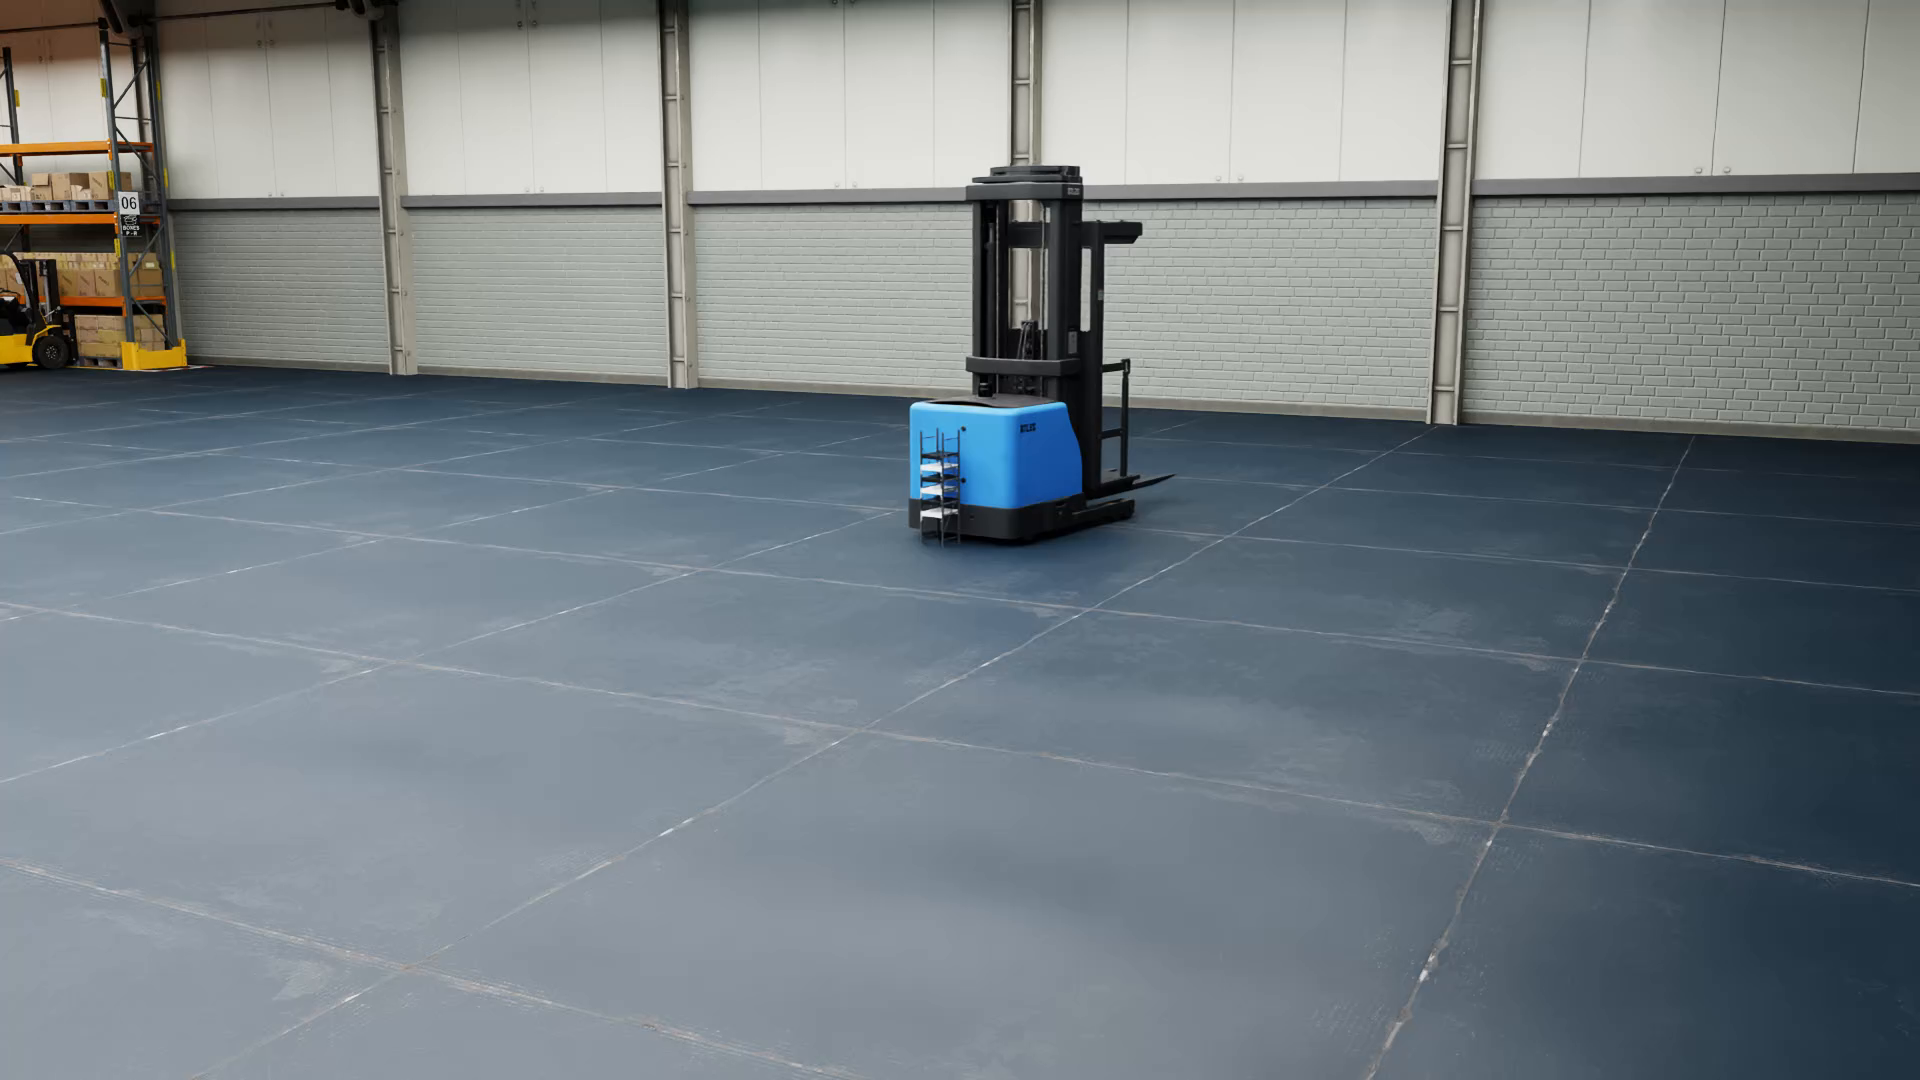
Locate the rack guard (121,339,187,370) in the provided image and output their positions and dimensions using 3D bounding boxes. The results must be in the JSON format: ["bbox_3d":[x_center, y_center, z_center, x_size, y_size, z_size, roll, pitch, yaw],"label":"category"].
[{"bbox_3d":[-14.982,-3.457,30.928,0.348,0.500,1.175,5,11,26],"label":"rack guard"}]

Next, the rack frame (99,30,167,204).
[{"bbox_3d":[-15.004,-7.641,30.182,0.127,3.000,1.000,5,11,26],"label":"rack frame"}]

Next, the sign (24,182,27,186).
[{"bbox_3d":[-18.347,-6.862,32.628,0.005,0.325,0.100,5,11,26],"label":"sign"}]

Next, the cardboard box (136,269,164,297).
[{"bbox_3d":[-15.325,-4.822,31.168,0.500,0.500,0.500,5,12,28],"label":"cardboard box"}]

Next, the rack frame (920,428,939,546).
[{"bbox_3d":[-0.236,-0.417,13.002,0.006,0.900,0.240,7,13,34],"label":"rack frame"}]

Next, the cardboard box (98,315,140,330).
[{"bbox_3d":[-15.555,-4.021,30.760,0.500,0.250,0.500,5,12,28],"label":"cardboard box"}]

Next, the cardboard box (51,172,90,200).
[{"bbox_3d":[-16.383,-6.563,30.906,0.500,0.500,0.700,5,11,26],"label":"cardboard box"}]

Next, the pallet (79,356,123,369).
[{"bbox_3d":[-15.708,-3.371,31.261,1.213,0.211,1.003,5,11,26],"label":"pallet"}]

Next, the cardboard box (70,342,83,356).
[{"bbox_3d":[-16.451,-3.611,31.300,0.500,0.250,0.500,5,11,26],"label":"cardboard box"}]

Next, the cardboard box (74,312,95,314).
[{"bbox_3d":[-16.701,-4.224,31.882,0.500,0.250,0.500,5,11,25],"label":"cardboard box"}]

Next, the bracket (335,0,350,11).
[{"bbox_3d":[-10.378,-9.114,28.215,0.430,0.232,0.235,5,11,26],"label":"bracket"}]

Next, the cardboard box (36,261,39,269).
[{"bbox_3d":[-17.286,-5.200,31.437,0.250,0.149,0.380,5,11,24],"label":"cardboard box"}]

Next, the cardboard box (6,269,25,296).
[{"bbox_3d":[-17.834,-4.938,31.813,0.500,0.500,0.500,5,12,27],"label":"cardboard box"}]

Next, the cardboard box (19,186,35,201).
[{"bbox_3d":[-17.394,-6.505,31.242,0.258,0.266,0.396,5,11,24],"label":"cardboard box"}]

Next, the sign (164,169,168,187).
[{"bbox_3d":[-14.753,-6.722,30.851,0.005,0.325,0.100,5,11,26],"label":"sign"}]

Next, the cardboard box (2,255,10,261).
[{"bbox_3d":[-18.154,-5.443,31.945,0.250,0.149,0.380,5,11,27],"label":"cardboard box"}]

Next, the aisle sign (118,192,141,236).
[{"bbox_3d":[-15.075,-5.916,30.197,0.004,0.787,0.394,5,11,26],"label":"aisle sign"}]

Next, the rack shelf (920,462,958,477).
[{"bbox_3d":[-0.153,-0.550,12.918,0.200,0.077,0.258,7,13,34],"label":"rack shelf"}]

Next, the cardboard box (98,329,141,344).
[{"bbox_3d":[-15.578,-3.777,30.815,0.500,0.250,0.500,5,11,25],"label":"cardboard box"}]

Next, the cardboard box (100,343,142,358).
[{"bbox_3d":[-15.565,-3.529,30.849,0.500,0.250,0.500,5,11,26],"label":"cardboard box"}]

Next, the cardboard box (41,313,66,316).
[{"bbox_3d":[-17.390,-4.182,31.651,0.500,0.250,0.500,5,12,28],"label":"cardboard box"}]

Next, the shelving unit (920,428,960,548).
[{"bbox_3d":[-0.153,-0.406,12.945,0.210,0.900,0.258,7,13,34],"label":"shelving unit"}]

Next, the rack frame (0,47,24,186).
[{"bbox_3d":[-18.591,-7.956,31.923,0.127,3.000,1.000,5,11,26],"label":"rack frame"}]

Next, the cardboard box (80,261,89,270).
[{"bbox_3d":[-16.104,-5.107,30.923,0.250,0.149,0.380,5,11,25],"label":"cardboard box"}]

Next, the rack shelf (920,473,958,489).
[{"bbox_3d":[-0.153,-0.462,12.934,0.200,0.077,0.258,7,13,34],"label":"rack shelf"}]

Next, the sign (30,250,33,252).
[{"bbox_3d":[-18.347,-5.558,32.864,0.005,0.325,0.100,5,11,26],"label":"sign"}]

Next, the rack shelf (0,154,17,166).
[{"bbox_3d":[-20.384,-7.563,32.894,4.000,0.370,1.077,5,11,26],"label":"rack shelf"}]

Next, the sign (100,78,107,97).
[{"bbox_3d":[-15.256,-8.054,29.619,0.005,0.325,0.100,5,11,26],"label":"sign"}]

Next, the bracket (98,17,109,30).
[{"bbox_3d":[-15.758,-9.587,30.827,0.430,0.232,0.235,5,11,26],"label":"bracket"}]

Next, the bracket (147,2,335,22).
[{"bbox_3d":[-12.688,-9.317,29.337,4.783,0.066,0.076,5,11,26],"label":"bracket"}]

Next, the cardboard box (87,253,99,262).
[{"bbox_3d":[-15.900,-5.229,30.763,0.250,0.149,0.380,5,12,27],"label":"cardboard box"}]

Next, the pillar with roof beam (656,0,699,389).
[{"bbox_3d":[-6.373,-6.207,22.257,0.400,9.000,9.100,5,11,26],"label":"pillar with roof beam"}]

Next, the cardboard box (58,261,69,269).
[{"bbox_3d":[-16.600,-5.137,31.090,0.250,0.149,0.380,5,11,26],"label":"cardboard box"}]

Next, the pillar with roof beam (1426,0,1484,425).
[{"bbox_3d":[4.389,-5.261,17.032,0.400,9.000,9.100,5,11,26],"label":"pillar with roof beam"}]

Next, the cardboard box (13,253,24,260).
[{"bbox_3d":[-17.744,-5.385,31.624,0.250,0.149,0.380,5,12,27],"label":"cardboard box"}]

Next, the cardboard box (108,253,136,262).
[{"bbox_3d":[-15.418,-5.198,30.593,0.250,0.149,0.380,5,11,26],"label":"cardboard box"}]

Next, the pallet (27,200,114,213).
[{"bbox_3d":[-16.724,-6.277,31.318,1.213,0.211,1.003,5,11,26],"label":"pallet"}]

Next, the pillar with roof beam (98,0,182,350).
[{"bbox_3d":[-17.134,-7.152,27.481,0.548,9.000,9.100,5,11,26],"label":"pillar with roof beam"}]

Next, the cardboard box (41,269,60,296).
[{"bbox_3d":[-16.938,-4.856,31.356,0.500,0.500,0.500,5,11,26],"label":"cardboard box"}]

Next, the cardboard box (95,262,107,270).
[{"bbox_3d":[-15.681,-5.055,30.638,0.250,0.149,0.380,5,12,27],"label":"cardboard box"}]

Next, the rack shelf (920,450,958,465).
[{"bbox_3d":[-0.153,-0.639,12.902,0.200,0.077,0.258,7,13,34],"label":"rack shelf"}]

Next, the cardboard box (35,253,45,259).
[{"bbox_3d":[-17.246,-5.358,31.473,0.250,0.149,0.380,5,11,26],"label":"cardboard box"}]

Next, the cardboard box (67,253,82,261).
[{"bbox_3d":[-16.373,-5.263,30.952,0.250,0.149,0.380,5,12,27],"label":"cardboard box"}]

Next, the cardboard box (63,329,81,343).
[{"bbox_3d":[-16.496,-3.856,31.249,0.500,0.250,0.500,5,11,25],"label":"cardboard box"}]

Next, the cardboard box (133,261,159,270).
[{"bbox_3d":[-15.193,-5.126,31.026,0.250,0.149,0.380,5,11,24],"label":"cardboard box"}]

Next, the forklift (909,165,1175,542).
[{"bbox_3d":[0.843,-1.643,14.077,1.130,2.935,3.031,7,12,34],"label":"forklift"}]

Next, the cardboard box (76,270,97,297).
[{"bbox_3d":[-16.022,-4.777,30.924,0.500,0.500,0.500,5,12,28],"label":"cardboard box"}]

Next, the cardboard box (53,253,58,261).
[{"bbox_3d":[-16.796,-5.318,31.256,0.250,0.149,0.380,5,11,27],"label":"cardboard box"}]

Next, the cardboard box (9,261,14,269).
[{"bbox_3d":[-17.942,-5.269,31.820,0.250,0.149,0.380,5,11,26],"label":"cardboard box"}]

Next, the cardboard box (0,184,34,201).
[{"bbox_3d":[-17.953,-6.588,31.575,0.500,0.311,0.500,5,12,27],"label":"cardboard box"}]

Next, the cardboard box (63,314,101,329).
[{"bbox_3d":[-16.472,-4.099,31.188,0.500,0.250,0.500,5,11,27],"label":"cardboard box"}]

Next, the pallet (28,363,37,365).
[{"bbox_3d":[-17.896,-3.563,32.323,1.213,0.211,1.003,5,11,26],"label":"pallet"}]

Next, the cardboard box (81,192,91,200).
[{"bbox_3d":[-15.881,-6.314,30.518,0.250,0.149,0.380,5,11,24],"label":"cardboard box"}]

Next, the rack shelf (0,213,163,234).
[{"bbox_3d":[-16.797,-5.969,31.384,4.000,0.370,1.077,5,11,26],"label":"rack shelf"}]
